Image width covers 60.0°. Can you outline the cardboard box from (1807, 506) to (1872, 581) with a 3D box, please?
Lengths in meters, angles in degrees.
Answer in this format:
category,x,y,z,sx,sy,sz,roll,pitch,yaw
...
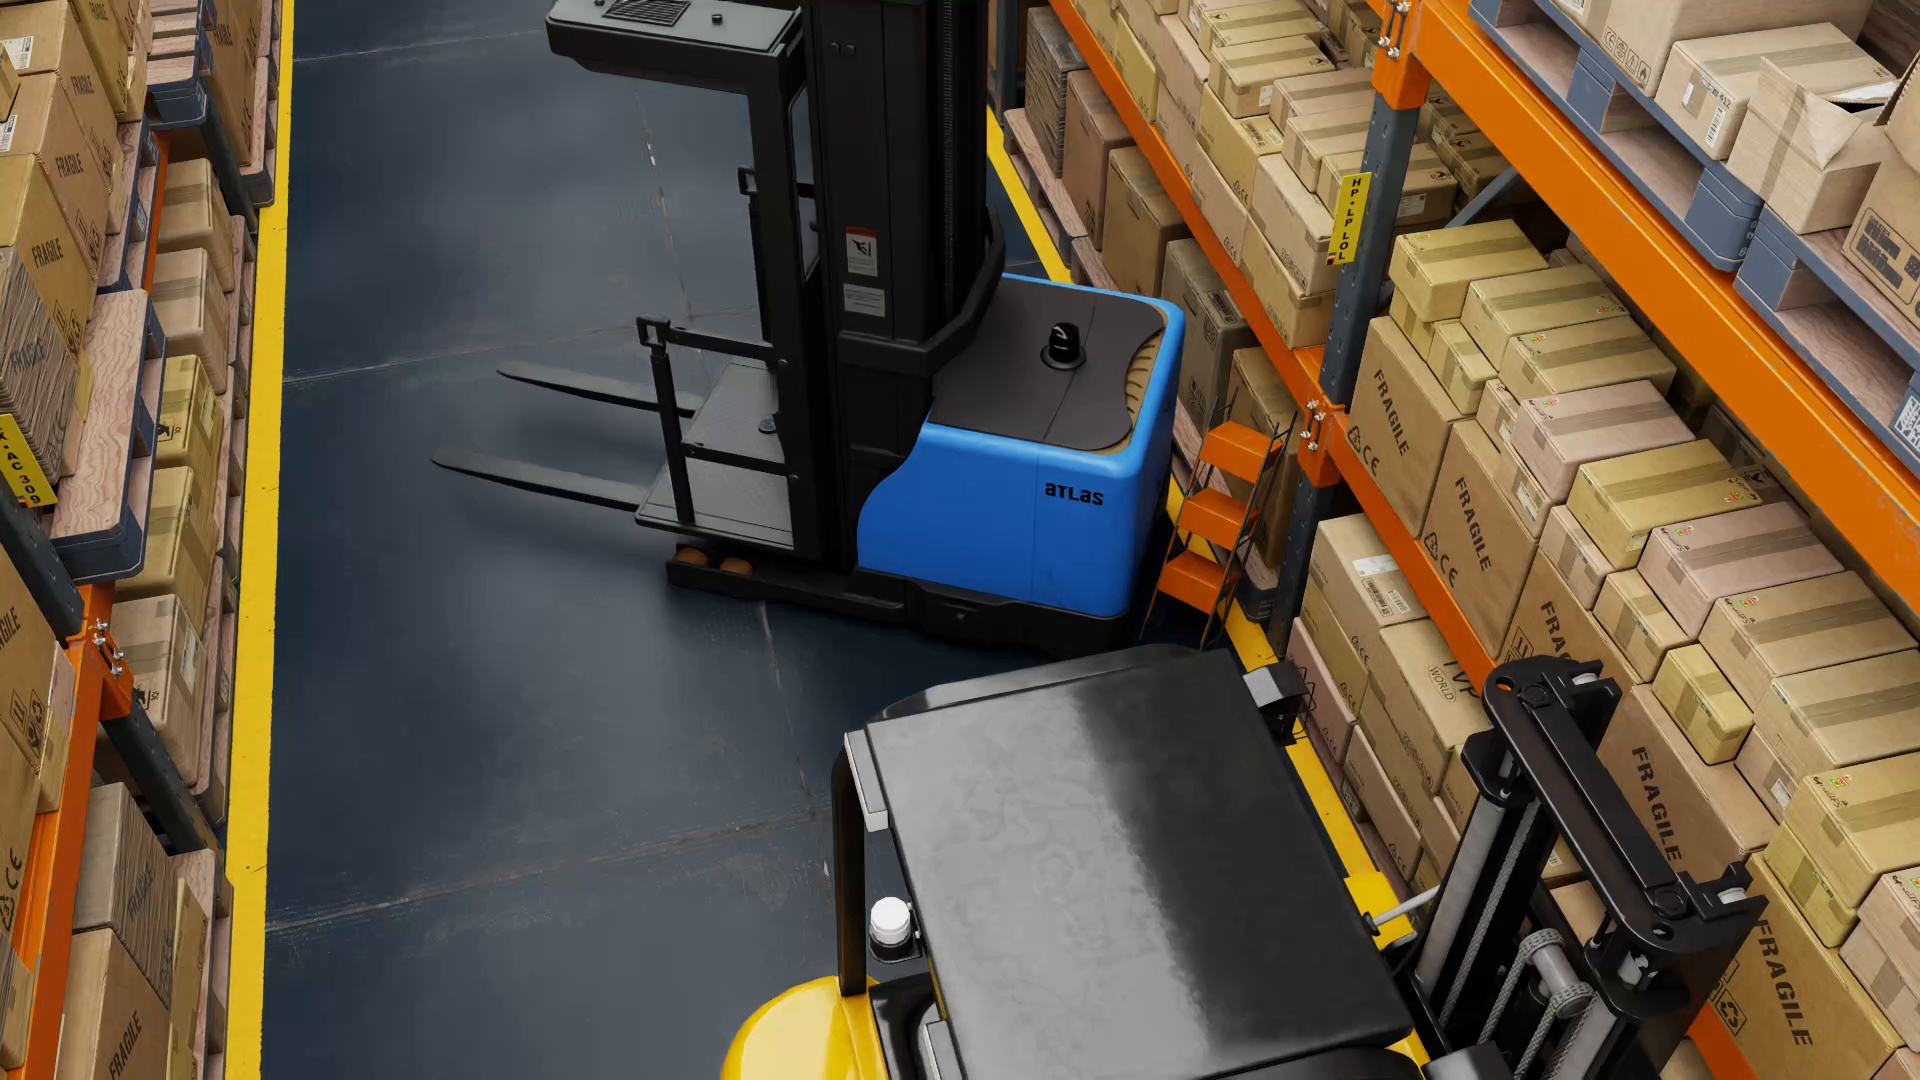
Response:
category,x,y,z,sx,sy,sz,roll,pitch,yaw
cardboard box,2.389,-0.024,4.191,0.380,0.149,0.250,-11,47,-11

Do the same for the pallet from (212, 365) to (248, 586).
category,x,y,z,sx,sy,sz,roll,pitch,yaw
pallet,-3.595,-0.208,7.057,1.003,0.211,1.213,-11,47,-10

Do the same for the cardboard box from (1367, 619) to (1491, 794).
category,x,y,z,sx,sy,sz,roll,pitch,yaw
cardboard box,1.660,0.499,5.343,0.500,0.250,0.500,-11,47,-10

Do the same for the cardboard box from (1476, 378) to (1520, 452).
category,x,y,z,sx,sy,sz,roll,pitch,yaw
cardboard box,1.707,-0.353,4.723,0.380,0.149,0.250,-11,47,-10

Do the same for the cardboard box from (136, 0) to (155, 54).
category,x,y,z,sx,sy,sz,roll,pitch,yaw
cardboard box,-3.545,-2.102,6.843,0.380,0.149,0.250,-11,47,-11

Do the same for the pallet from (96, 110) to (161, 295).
category,x,y,z,sx,sy,sz,roll,pitch,yaw
pallet,-3.556,-1.138,6.150,1.003,0.211,1.213,-11,47,-10

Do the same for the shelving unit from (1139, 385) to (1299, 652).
category,x,y,z,sx,sy,sz,roll,pitch,yaw
shelving unit,0.970,-0.042,6.298,0.252,1.050,0.215,27,29,23

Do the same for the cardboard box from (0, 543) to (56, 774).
category,x,y,z,sx,sy,sz,roll,pitch,yaw
cardboard box,-2.725,0.320,4.309,0.500,0.500,0.500,-12,47,-11

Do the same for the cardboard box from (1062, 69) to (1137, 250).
category,x,y,z,sx,sy,sz,roll,pitch,yaw
cardboard box,1.016,-1.907,8.138,0.875,0.625,0.625,-9,46,-9

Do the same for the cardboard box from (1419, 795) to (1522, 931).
category,x,y,z,sx,sy,sz,roll,pitch,yaw
cardboard box,1.792,1.015,5.187,0.500,0.250,0.500,-11,47,-11

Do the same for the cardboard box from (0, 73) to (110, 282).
category,x,y,z,sx,sy,sz,roll,pitch,yaw
cardboard box,-3.164,-1.154,5.460,0.500,0.500,0.500,-11,47,-11

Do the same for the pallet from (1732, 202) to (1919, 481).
category,x,y,z,sx,sy,sz,roll,pitch,yaw
pallet,2.271,-0.307,3.163,1.003,0.211,1.213,-11,47,-10

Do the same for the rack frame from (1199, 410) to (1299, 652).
category,x,y,z,sx,sy,sz,roll,pitch,yaw
rack frame,1.070,0.008,6.250,0.008,1.050,0.200,27,29,23

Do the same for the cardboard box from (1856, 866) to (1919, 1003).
category,x,y,z,sx,sy,sz,roll,pitch,yaw
cardboard box,2.095,0.789,3.395,0.380,0.149,0.250,-10,46,-9

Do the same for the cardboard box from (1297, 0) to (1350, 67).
category,x,y,z,sx,sy,sz,roll,pitch,yaw
cardboard box,1.597,-1.938,6.554,0.500,0.250,0.500,-12,47,-11

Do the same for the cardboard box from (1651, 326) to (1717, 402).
category,x,y,z,sx,sy,sz,roll,pitch,yaw
cardboard box,2.197,-0.553,4.710,0.380,0.149,0.250,-11,47,-11

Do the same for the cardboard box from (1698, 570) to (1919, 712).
category,x,y,z,sx,sy,sz,roll,pitch,yaw
cardboard box,2.001,0.239,3.934,0.380,0.149,0.250,-11,47,-10

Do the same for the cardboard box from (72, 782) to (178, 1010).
category,x,y,z,sx,sy,sz,roll,pitch,yaw
cardboard box,-2.668,1.110,4.919,0.500,0.500,0.500,-11,47,-11

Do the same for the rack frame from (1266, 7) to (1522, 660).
category,x,y,z,sx,sy,sz,roll,pitch,yaw
rack frame,1.719,-0.713,5.599,1.000,3.000,0.127,-11,47,-10

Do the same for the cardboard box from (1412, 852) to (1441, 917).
category,x,y,z,sx,sy,sz,roll,pitch,yaw
cardboard box,1.814,1.197,5.359,0.500,0.250,0.500,-10,46,-10

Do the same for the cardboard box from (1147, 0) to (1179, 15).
category,x,y,z,sx,sy,sz,roll,pitch,yaw
cardboard box,0.918,-2.216,6.548,0.380,0.149,0.250,-12,47,-11

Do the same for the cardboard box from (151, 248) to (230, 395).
category,x,y,z,sx,sy,sz,roll,pitch,yaw
cardboard box,-3.771,-0.892,7.320,0.950,0.372,0.625,-12,47,-11

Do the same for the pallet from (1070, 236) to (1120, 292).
category,x,y,z,sx,sy,sz,roll,pitch,yaw
pallet,1.176,-1.082,7.913,1.003,0.211,1.213,-11,47,-10

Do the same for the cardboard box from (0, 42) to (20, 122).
category,x,y,z,sx,sy,sz,roll,pitch,yaw
cardboard box,-3.235,-1.436,5.282,0.380,0.149,0.250,-8,46,-8

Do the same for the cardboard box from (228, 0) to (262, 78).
category,x,y,z,sx,sy,sz,roll,pitch,yaw
cardboard box,-4.424,-3.076,9.109,0.875,0.875,0.875,-10,46,-10

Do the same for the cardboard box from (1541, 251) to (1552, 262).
category,x,y,z,sx,sy,sz,roll,pitch,yaw
cardboard box,1.855,-1.054,6.038,0.500,0.250,0.500,-10,46,-10

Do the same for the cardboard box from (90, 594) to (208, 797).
category,x,y,z,sx,sy,sz,roll,pitch,yaw
cardboard box,-3.215,0.608,5.850,0.950,0.372,0.625,-10,46,-10

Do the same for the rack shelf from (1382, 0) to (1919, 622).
category,x,y,z,sx,sy,sz,roll,pitch,yaw
rack shelf,2.231,-0.130,3.431,1.077,0.370,4.000,-11,47,-10

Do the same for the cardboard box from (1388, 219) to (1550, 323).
category,x,y,z,sx,sy,sz,roll,pitch,yaw
cardboard box,1.513,-0.805,4.957,0.380,0.149,0.250,-10,46,-10

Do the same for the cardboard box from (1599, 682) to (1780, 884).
category,x,y,z,sx,sy,sz,roll,pitch,yaw
cardboard box,1.968,0.663,4.180,0.500,0.500,0.500,-10,46,-10

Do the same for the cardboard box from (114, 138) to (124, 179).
category,x,y,z,sx,sy,sz,roll,pitch,yaw
cardboard box,-3.318,-1.385,6.139,0.380,0.149,0.250,-12,47,-12

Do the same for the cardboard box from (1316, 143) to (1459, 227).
category,x,y,z,sx,sy,sz,roll,pitch,yaw
cardboard box,1.416,-1.170,5.523,0.380,0.149,0.250,-9,46,-9

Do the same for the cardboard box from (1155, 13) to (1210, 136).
category,x,y,z,sx,sy,sz,roll,pitch,yaw
cardboard box,1.082,-1.835,6.454,0.500,0.250,0.500,-10,46,-10

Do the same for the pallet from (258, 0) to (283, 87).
category,x,y,z,sx,sy,sz,roll,pitch,yaw
pallet,-4.541,-2.987,9.780,1.003,0.211,1.213,-11,47,-10

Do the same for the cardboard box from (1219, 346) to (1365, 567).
category,x,y,z,sx,sy,sz,roll,pitch,yaw
cardboard box,1.574,-0.387,6.648,0.875,0.625,0.625,-9,46,-9

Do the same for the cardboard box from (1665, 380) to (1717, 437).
category,x,y,z,sx,sy,sz,roll,pitch,yaw
cardboard box,2.206,-0.449,4.816,0.380,0.149,0.250,-10,46,-9

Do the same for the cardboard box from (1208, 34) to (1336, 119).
category,x,y,z,sx,sy,sz,roll,pitch,yaw
cardboard box,1.126,-1.681,6.024,0.380,0.149,0.250,-12,47,-12

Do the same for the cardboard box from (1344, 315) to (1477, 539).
category,x,y,z,sx,sy,sz,roll,pitch,yaw
cardboard box,1.580,-0.394,5.216,0.500,0.500,0.500,-12,47,-11

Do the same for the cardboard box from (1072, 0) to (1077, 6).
category,x,y,z,sx,sy,sz,roll,pitch,yaw
cardboard box,0.696,-2.723,7.674,0.500,0.250,0.500,-12,47,-11

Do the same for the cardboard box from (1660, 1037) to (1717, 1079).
category,x,y,z,sx,sy,sz,roll,pitch,yaw
cardboard box,2.048,1.555,4.307,0.500,0.250,0.500,-10,46,-10

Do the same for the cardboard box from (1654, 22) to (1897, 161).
category,x,y,z,sx,sy,sz,roll,pitch,yaw
cardboard box,1.737,-0.961,3.554,0.380,0.149,0.250,-9,46,-9

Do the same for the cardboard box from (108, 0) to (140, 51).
category,x,y,z,sx,sy,sz,roll,pitch,yaw
cardboard box,-3.575,-2.232,6.516,0.500,0.500,0.500,-11,47,-11

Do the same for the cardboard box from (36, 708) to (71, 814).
category,x,y,z,sx,sy,sz,roll,pitch,yaw
cardboard box,-2.631,0.622,4.466,0.380,0.149,0.250,-10,46,-9

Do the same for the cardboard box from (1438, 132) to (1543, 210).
category,x,y,z,sx,sy,sz,roll,pitch,yaw
cardboard box,1.836,-1.257,5.608,0.380,0.149,0.250,-12,47,-11

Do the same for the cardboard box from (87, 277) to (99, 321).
category,x,y,z,sx,sy,sz,roll,pitch,yaw
cardboard box,-3.142,-0.842,5.608,0.380,0.149,0.250,-10,46,-10

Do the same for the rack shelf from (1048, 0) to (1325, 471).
category,x,y,z,sx,sy,sz,roll,pitch,yaw
rack shelf,1.207,-1.842,7.209,1.077,0.370,4.000,-11,47,-10

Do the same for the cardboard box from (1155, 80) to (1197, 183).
category,x,y,z,sx,sy,sz,roll,pitch,yaw
cardboard box,1.105,-1.655,6.627,0.500,0.250,0.500,-10,47,-10

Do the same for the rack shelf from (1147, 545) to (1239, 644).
category,x,y,z,sx,sy,sz,roll,pitch,yaw
rack shelf,0.907,0.208,6.427,0.240,0.259,0.215,27,29,23

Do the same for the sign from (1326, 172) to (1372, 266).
category,x,y,z,sx,sy,sz,roll,pitch,yaw
sign,1.197,-0.984,5.110,0.100,0.325,0.005,-11,47,-10

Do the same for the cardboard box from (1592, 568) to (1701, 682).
category,x,y,z,sx,sy,sz,roll,pitch,yaw
cardboard box,1.846,0.182,4.198,0.380,0.149,0.250,-12,47,-12

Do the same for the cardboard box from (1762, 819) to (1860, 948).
category,x,y,z,sx,sy,sz,roll,pitch,yaw
cardboard box,2.031,0.718,3.673,0.380,0.149,0.250,-10,46,-10

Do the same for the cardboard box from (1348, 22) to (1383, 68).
category,x,y,z,sx,sy,sz,roll,pitch,yaw
cardboard box,1.669,-1.797,6.137,0.380,0.149,0.250,-11,47,-11

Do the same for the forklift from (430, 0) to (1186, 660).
category,x,y,z,sx,sy,sz,roll,pitch,yaw
forklift,-0.693,-1.145,6.070,3.031,2.935,1.130,11,47,11

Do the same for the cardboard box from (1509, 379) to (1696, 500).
category,x,y,z,sx,sy,sz,roll,pitch,yaw
cardboard box,1.708,-0.270,4.432,0.380,0.149,0.250,-10,46,-9
